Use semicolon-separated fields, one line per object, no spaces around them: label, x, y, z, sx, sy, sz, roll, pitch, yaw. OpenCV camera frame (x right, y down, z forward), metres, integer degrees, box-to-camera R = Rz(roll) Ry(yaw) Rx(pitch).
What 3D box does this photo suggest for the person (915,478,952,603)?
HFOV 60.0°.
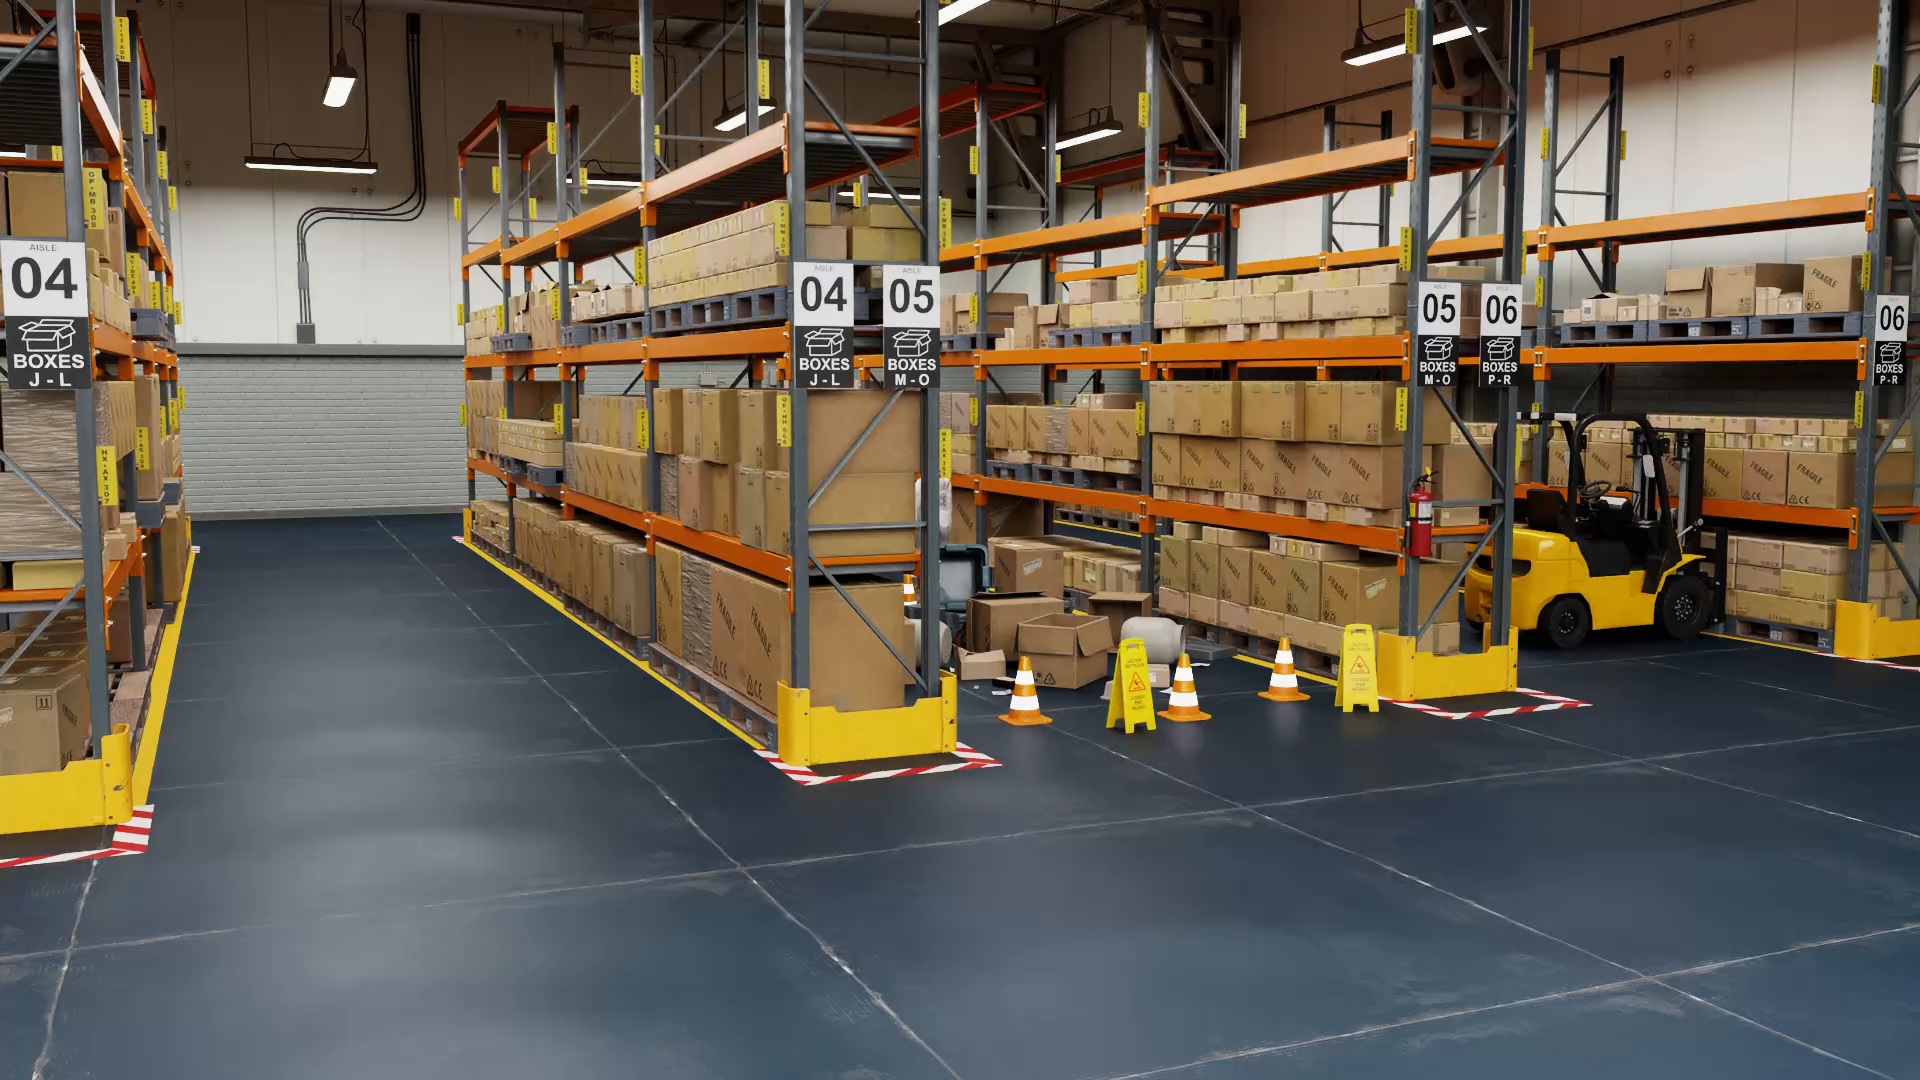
person;-0.329;-0.111;18.378;0.496;1.635;0.428;-2;6;-22
